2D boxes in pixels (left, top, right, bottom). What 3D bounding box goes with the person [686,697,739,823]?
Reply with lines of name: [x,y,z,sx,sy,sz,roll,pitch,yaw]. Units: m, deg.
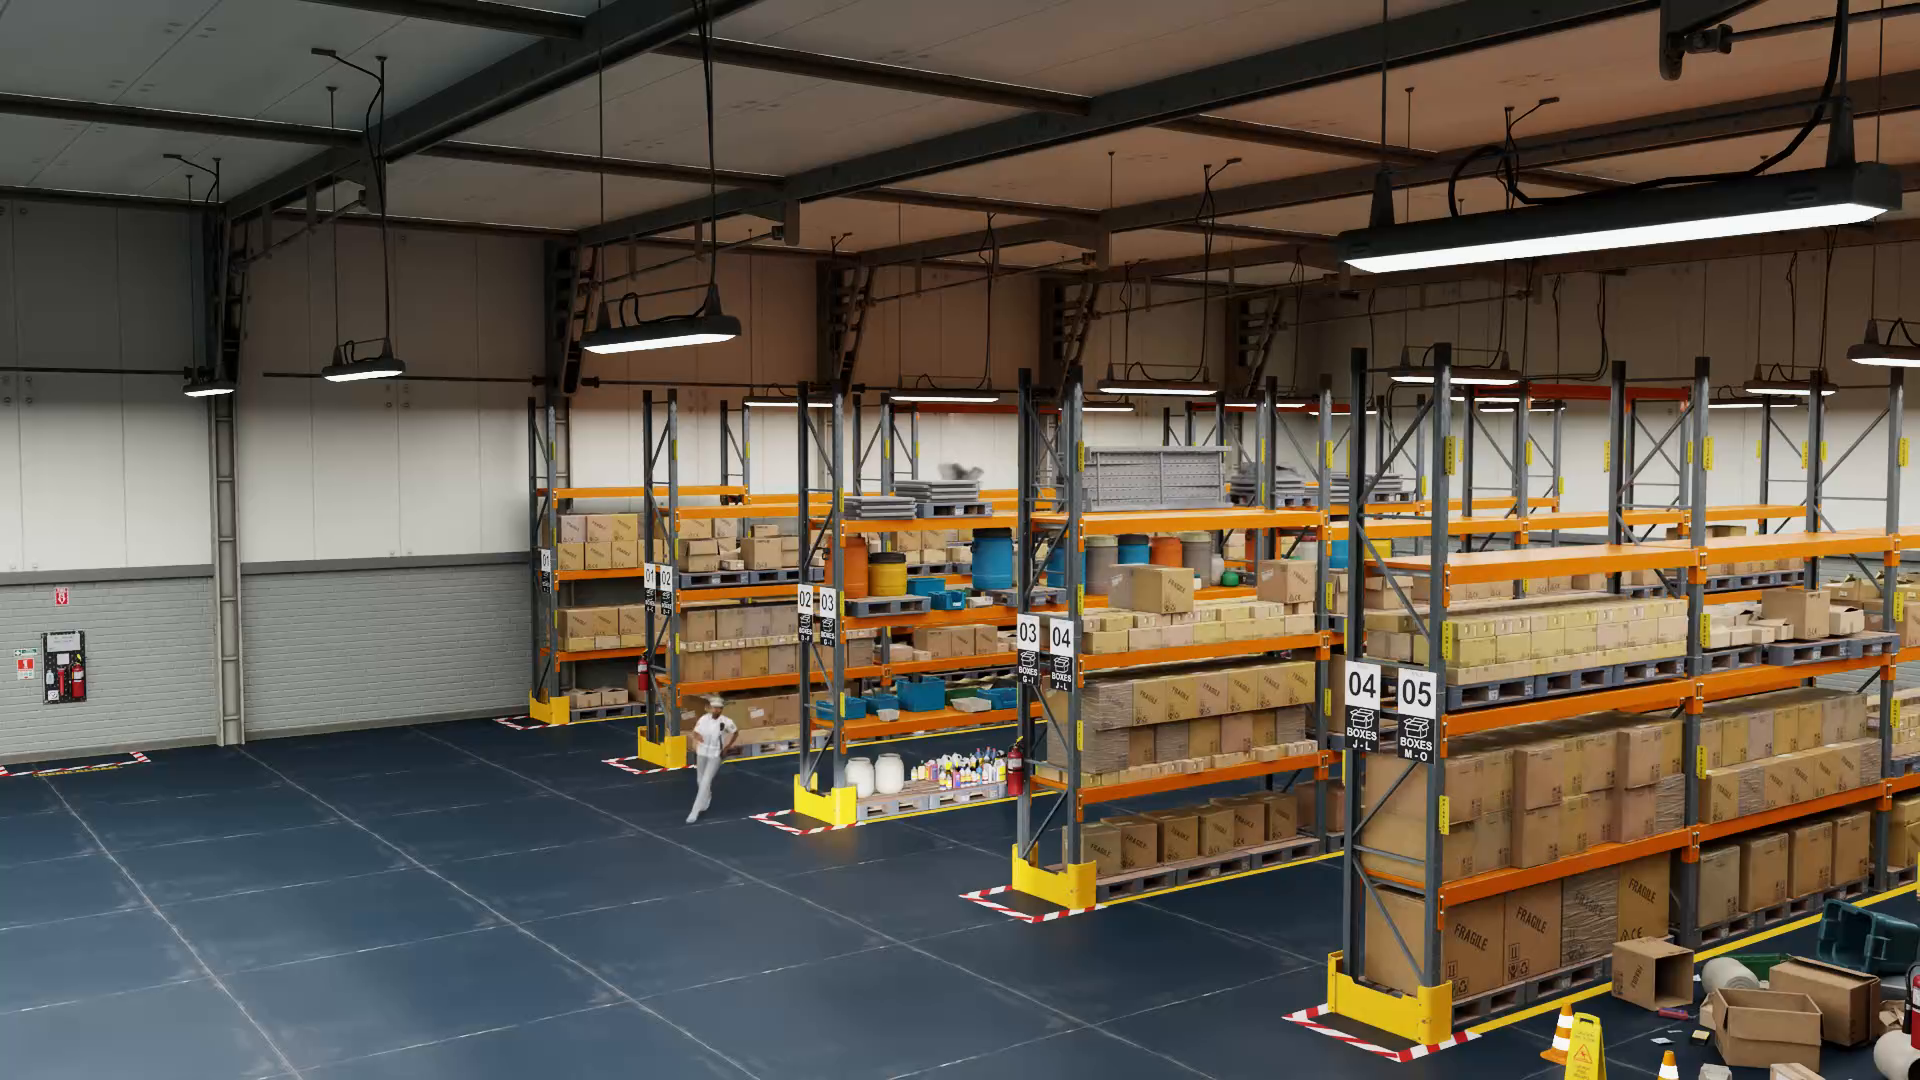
person: [-3.394,2.980,22.861,0.614,1.690,0.852,1,3,13]
